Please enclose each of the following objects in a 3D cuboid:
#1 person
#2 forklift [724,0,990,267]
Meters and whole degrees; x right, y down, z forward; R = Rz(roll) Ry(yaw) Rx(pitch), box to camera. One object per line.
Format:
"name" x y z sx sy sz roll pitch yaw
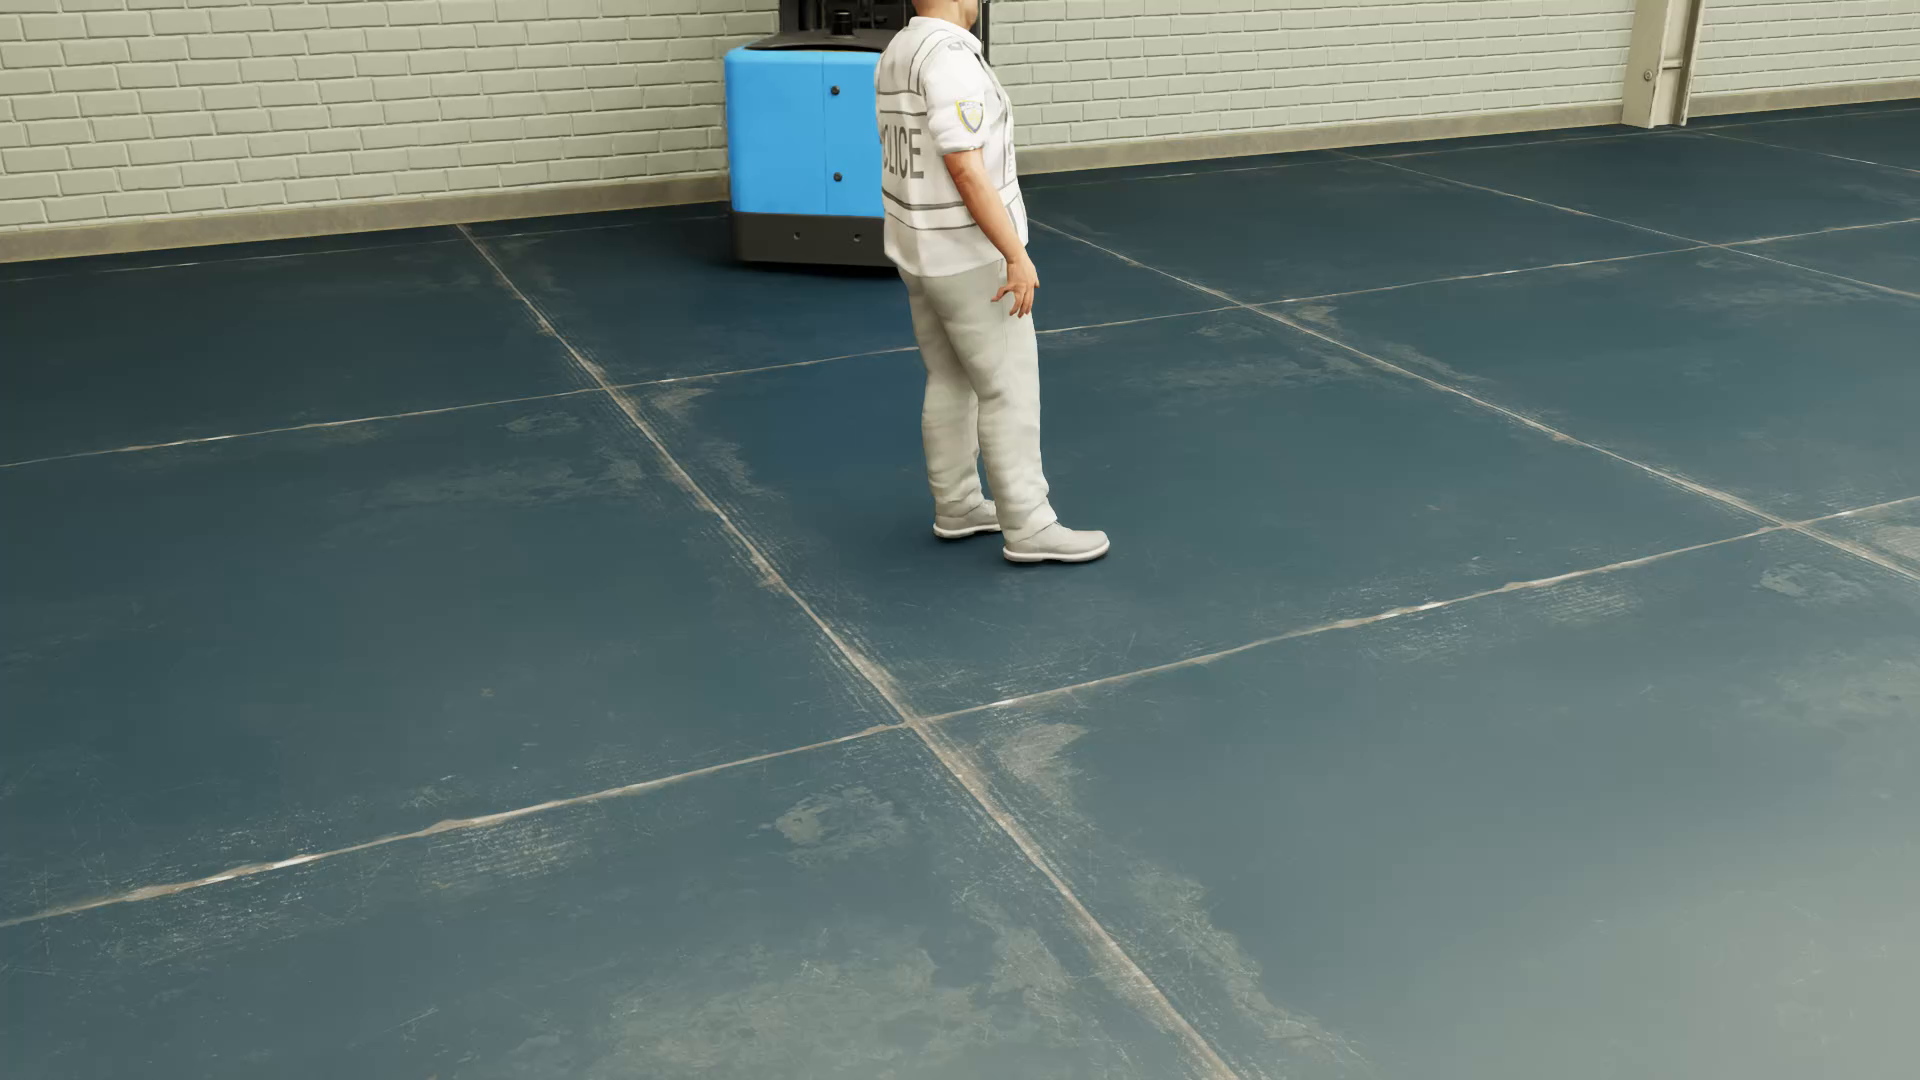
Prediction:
"person" 0.075 -0.838 4.782 0.575 1.781 0.640 -10 25 -23
"forklift" -0.389 -3.215 9.026 1.130 2.935 3.031 4 23 9
